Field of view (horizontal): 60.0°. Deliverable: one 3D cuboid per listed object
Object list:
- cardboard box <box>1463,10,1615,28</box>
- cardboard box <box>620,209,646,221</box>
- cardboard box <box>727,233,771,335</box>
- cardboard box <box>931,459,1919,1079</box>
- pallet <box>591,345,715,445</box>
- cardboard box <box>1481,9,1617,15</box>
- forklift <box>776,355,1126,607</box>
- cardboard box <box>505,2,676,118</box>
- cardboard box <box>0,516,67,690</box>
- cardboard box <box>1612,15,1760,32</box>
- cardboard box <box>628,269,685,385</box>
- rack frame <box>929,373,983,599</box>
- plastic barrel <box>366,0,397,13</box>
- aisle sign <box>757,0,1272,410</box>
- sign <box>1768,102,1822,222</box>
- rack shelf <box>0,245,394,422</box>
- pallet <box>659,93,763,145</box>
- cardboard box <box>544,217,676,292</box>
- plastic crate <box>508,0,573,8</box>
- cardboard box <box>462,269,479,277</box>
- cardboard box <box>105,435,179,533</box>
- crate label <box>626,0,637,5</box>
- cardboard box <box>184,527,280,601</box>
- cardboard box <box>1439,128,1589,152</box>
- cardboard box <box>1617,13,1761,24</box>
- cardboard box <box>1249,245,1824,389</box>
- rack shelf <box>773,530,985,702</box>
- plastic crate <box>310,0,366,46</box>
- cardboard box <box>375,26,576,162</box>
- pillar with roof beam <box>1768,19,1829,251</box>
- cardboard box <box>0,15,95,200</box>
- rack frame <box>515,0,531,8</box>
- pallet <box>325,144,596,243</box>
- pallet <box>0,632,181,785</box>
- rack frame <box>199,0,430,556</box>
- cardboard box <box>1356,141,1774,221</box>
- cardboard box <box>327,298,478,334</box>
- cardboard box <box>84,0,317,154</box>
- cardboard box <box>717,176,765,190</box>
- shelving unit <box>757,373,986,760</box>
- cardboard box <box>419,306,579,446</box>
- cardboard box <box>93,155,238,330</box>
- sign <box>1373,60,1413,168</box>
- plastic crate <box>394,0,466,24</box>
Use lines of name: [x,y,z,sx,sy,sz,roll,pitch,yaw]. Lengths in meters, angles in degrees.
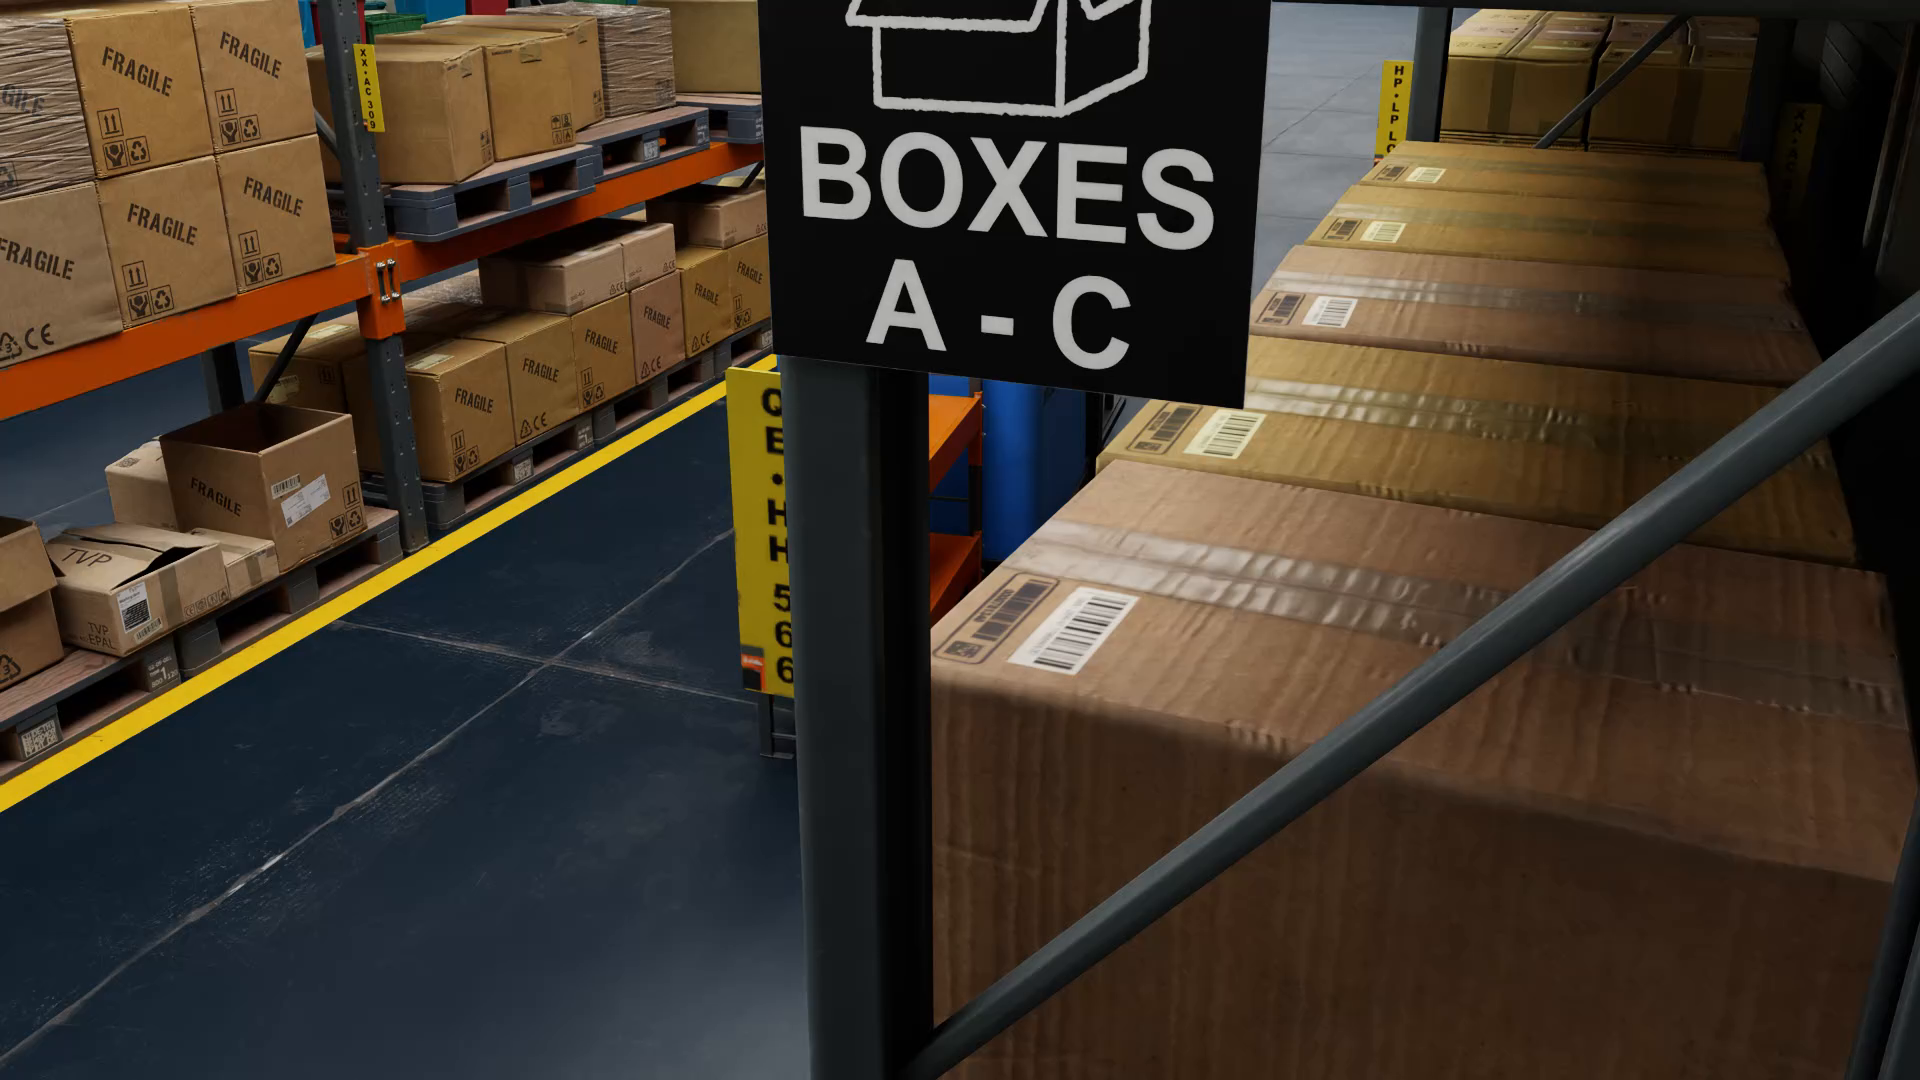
cardboard box: [2.144,-1.810,6.178,0.500,0.250,0.500,9,24,21]
cardboard box: [-1.729,-1.771,10.270,0.500,0.500,0.500,10,25,22]
cardboard box: [-1.424,-1.524,9.680,0.500,0.500,0.500,10,25,22]
cardboard box: [0.514,0.405,1.999,0.980,0.700,0.700,10,25,22]
pallet: [-2.062,-0.860,9.034,1.003,0.211,1.213,9,24,20]
cardboard box: [2.333,-1.993,6.615,0.500,0.250,0.500,8,24,19]
forklift: [0.155,-1.586,7.245,1.130,2.935,3.031,6,23,13]
cardboard box: [-1.941,-2.542,8.768,0.700,0.500,0.500,14,26,30]
cardboard box: [-3.474,0.210,5.523,0.797,0.503,0.637,9,24,20]
cardboard box: [2.602,-1.738,6.005,0.500,0.250,0.500,8,24,18]
cardboard box: [-1.806,-1.151,8.785,0.500,0.500,0.500,8,24,18]
rack frame: [-0.165,-0.161,6.177,0.500,1.125,0.032,6,23,13]
plastic barrel: [-4.966,-4.737,14.522,0.433,0.535,0.433,0,23,0]
aisle sign: [0.029,-0.489,1.156,0.394,0.787,0.004,9,24,20]
sign: [2.336,-1.061,4.672,0.100,0.325,0.005,9,24,20]
rack shelf: [-3.524,-0.364,5.163,1.077,0.370,4.000,9,24,20]
pallet: [-1.482,-2.502,9.597,1.213,0.211,1.003,9,24,20]
cardboard box: [-1.818,-1.483,8.608,0.500,0.250,0.500,8,24,19]
plastic crate: [-4.094,-5.126,15.709,0.767,0.338,0.504,9,24,20]
cardboard box: [-2.299,-1.216,8.942,0.500,0.500,0.500,8,24,18]
cardboard box: [-3.138,-0.255,6.886,0.500,0.311,0.500,9,24,20]
crate label: [-3.353,-5.735,17.043,0.502,0.435,0.616,9,24,20]
cardboard box: [-2.813,0.088,6.275,0.380,0.149,0.250,9,24,20]
cardboard box: [1.757,-1.098,5.445,0.500,0.500,0.500,8,24,19]
cardboard box: [2.800,-1.924,6.450,0.500,0.250,0.500,8,24,19]
cardboard box: [1.066,-0.128,3.276,0.980,0.700,0.700,8,24,17]
rack shelf: [-0.292,0.254,5.817,0.538,0.278,1.000,6,23,13]
plastic crate: [-5.008,-4.118,13.133,0.402,0.464,0.583,9,24,20]
cardboard box: [-2.201,-2.044,7.578,0.700,0.500,0.500,13,26,28]
pillar with roof beam: [0.595,-5.861,9.607,9.100,9.000,0.400,9,24,20]
cardboard box: [-3.103,-1.337,5.132,0.500,0.500,0.500,9,24,20]
rack frame: [-4.407,-4.985,15.293,1.000,3.000,0.127,9,24,20]
pallet: [-2.383,-1.593,7.422,1.003,0.211,1.213,9,24,20]
pallet: [-3.488,0.559,5.639,1.003,0.211,1.213,9,24,20]
rack frame: [-2.781,-1.412,6.738,1.000,3.000,0.127,9,24,20]
cardboard box: [1.603,-0.650,4.526,0.980,0.700,0.700,9,24,21]
cardboard box: [-2.672,-0.855,8.077,0.500,0.500,0.500,9,24,20]
cardboard box: [-2.728,-1.701,6.004,0.500,0.500,0.500,9,24,20]
cardboard box: [-1.329,-2.250,11.039,0.500,0.311,0.500,9,24,21]
shelving unit: [-0.292,0.028,5.722,0.538,1.125,1.048,6,23,13]
cardboard box: [-2.187,-0.792,7.927,0.500,0.500,0.500,9,24,21]
cardboard box: [-2.918,-1.058,5.760,0.500,0.500,0.500,9,24,22]
sign: [1.312,-1.276,5.013,0.100,0.325,0.005,9,24,20]
plastic crate: [-4.528,-4.538,14.244,0.392,0.384,0.575,9,24,20]
